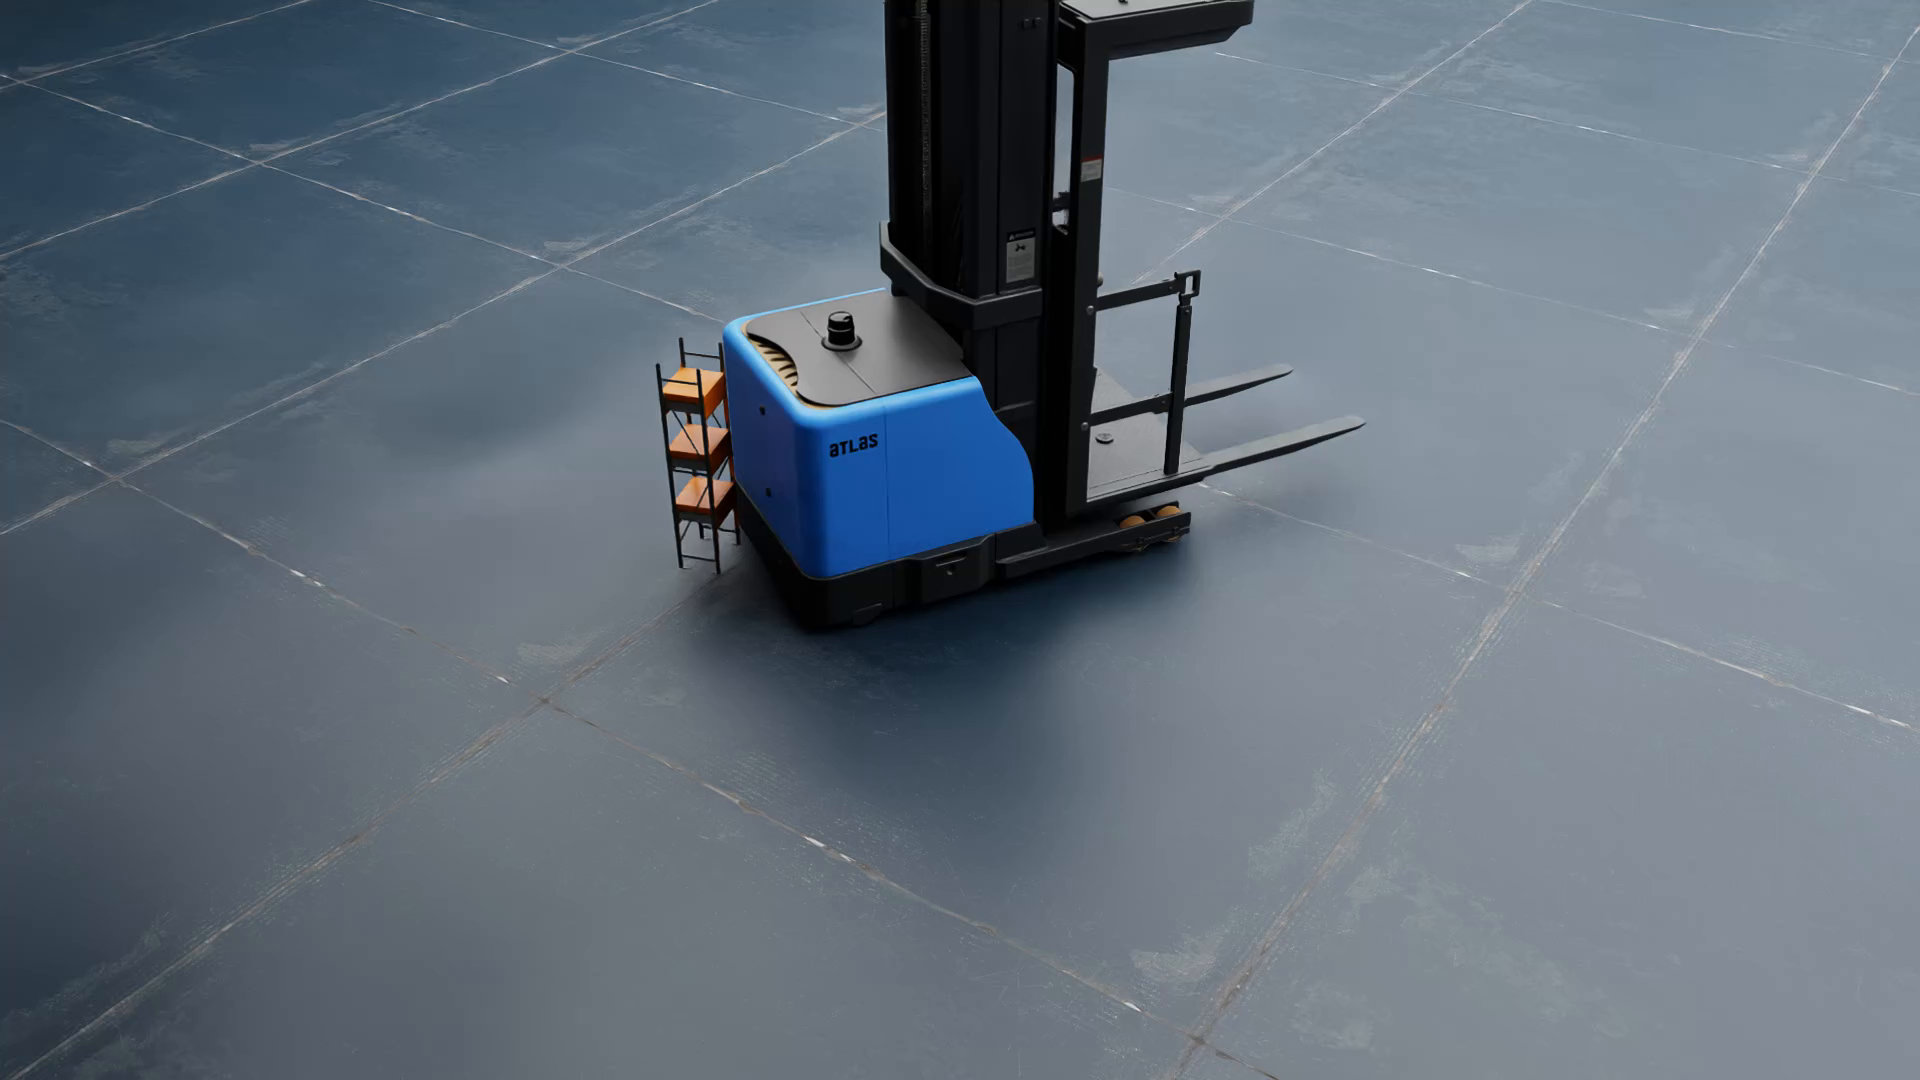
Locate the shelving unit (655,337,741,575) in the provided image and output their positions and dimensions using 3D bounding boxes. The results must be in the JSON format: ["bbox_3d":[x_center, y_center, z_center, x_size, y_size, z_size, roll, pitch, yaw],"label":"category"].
[{"bbox_3d":[-1.146,-0.357,7.340,0.215,1.050,0.252,9,35,13],"label":"shelving unit"}]

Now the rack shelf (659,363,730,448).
[{"bbox_3d":[-1.147,-0.583,7.186,0.215,0.259,0.240,9,35,13],"label":"rack shelf"}]

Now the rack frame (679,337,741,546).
[{"bbox_3d":[-1.114,-0.423,7.437,0.200,1.050,0.008,9,35,13],"label":"rack frame"}]

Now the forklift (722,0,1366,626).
[{"bbox_3d":[0.503,-1.406,7.212,3.031,2.935,1.130,-15,37,-21],"label":"forklift"}]

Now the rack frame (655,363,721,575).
[{"bbox_3d":[-1.179,-0.291,7.243,0.200,1.050,0.008,9,35,13],"label":"rack frame"}]

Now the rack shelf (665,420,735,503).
[{"bbox_3d":[-1.146,-0.348,7.346,0.215,0.259,0.240,9,35,13],"label":"rack shelf"}]

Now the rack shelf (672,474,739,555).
[{"bbox_3d":[-1.146,-0.119,7.502,0.215,0.259,0.240,9,35,13],"label":"rack shelf"}]
